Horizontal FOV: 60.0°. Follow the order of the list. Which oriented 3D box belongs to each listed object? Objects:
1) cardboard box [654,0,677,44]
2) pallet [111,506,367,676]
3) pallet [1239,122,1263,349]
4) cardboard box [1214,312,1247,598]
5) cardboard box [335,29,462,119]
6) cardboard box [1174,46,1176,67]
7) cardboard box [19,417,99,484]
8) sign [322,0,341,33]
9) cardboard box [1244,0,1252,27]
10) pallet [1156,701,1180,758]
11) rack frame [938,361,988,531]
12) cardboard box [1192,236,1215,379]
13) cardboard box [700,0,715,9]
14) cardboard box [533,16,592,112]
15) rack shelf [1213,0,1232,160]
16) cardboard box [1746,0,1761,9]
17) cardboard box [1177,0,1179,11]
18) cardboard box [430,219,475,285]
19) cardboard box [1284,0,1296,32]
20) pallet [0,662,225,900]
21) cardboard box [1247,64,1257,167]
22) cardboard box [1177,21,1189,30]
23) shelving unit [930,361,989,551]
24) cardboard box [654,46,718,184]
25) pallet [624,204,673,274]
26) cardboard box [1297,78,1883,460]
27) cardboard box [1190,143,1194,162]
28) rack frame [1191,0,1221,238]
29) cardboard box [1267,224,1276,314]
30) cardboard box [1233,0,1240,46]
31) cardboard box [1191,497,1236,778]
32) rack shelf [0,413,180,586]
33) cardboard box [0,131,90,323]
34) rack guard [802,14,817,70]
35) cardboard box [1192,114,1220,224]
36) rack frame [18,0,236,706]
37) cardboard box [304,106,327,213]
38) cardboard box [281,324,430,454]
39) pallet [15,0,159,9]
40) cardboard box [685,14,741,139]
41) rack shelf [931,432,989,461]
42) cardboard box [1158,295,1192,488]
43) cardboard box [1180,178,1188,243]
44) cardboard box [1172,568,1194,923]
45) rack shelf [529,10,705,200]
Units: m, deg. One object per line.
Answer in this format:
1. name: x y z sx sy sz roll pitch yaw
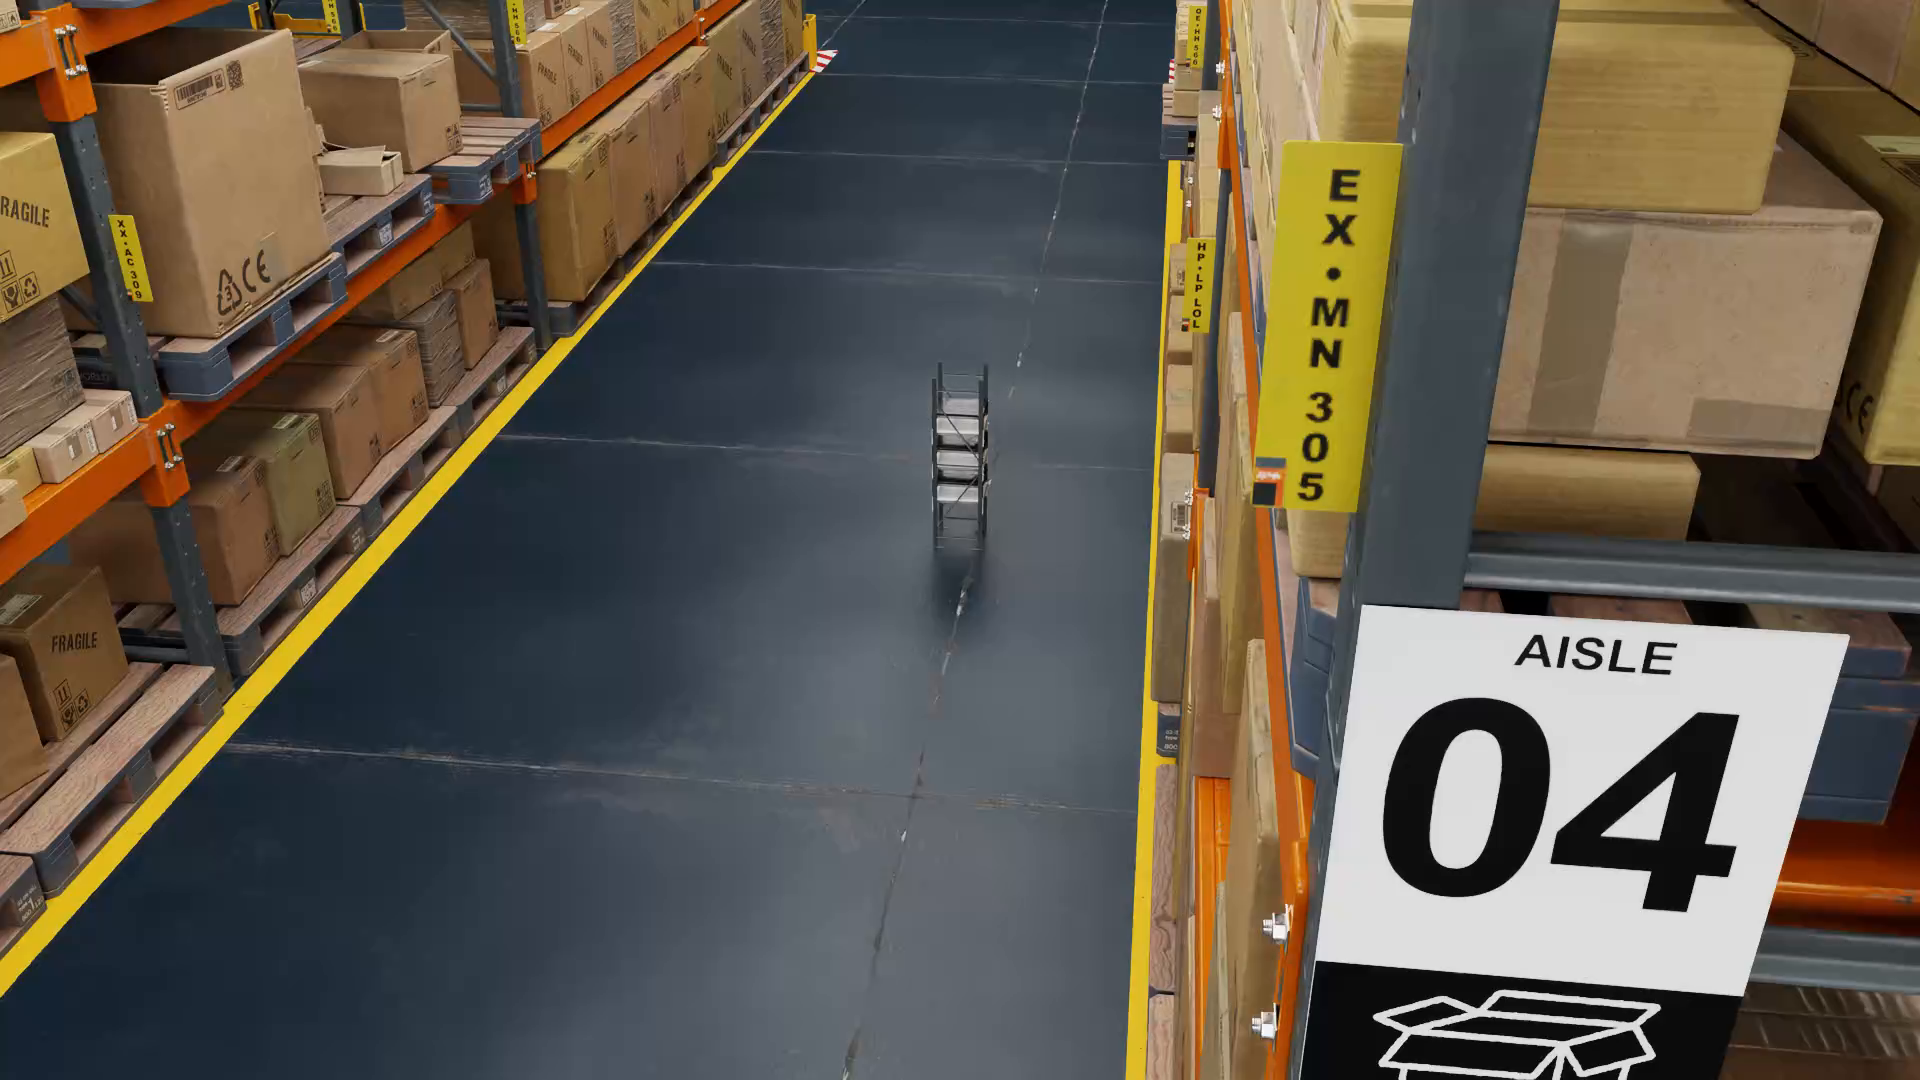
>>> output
1. cardboard box: -2.450 -4.017 12.439 0.500 0.500 0.500 4 29 8
2. pallet: -3.483 0.185 7.684 1.003 0.211 1.213 3 28 6
3. pallet: 1.071 -0.665 3.252 1.003 0.211 1.213 3 28 6
4. cardboard box: 1.100 -0.198 4.158 0.875 0.550 0.550 3 28 6
5. cardboard box: -3.113 -2.531 9.238 0.500 0.500 0.500 0 28 0
6. cardboard box: 1.493 -2.937 10.048 0.380 0.149 0.250 4 29 7
7. cardboard box: -3.351 -0.330 5.965 0.380 0.149 0.250 3 28 6
8. sign: -3.638 -3.099 9.619 0.100 0.325 0.005 3 28 6
9. cardboard box: 0.874 -1.266 3.570 0.500 0.250 0.500 3 28 6
10. pallet: 1.353 0.520 7.063 1.003 0.211 1.213 3 28 6
11. rack frame: 0.013 -0.448 8.133 0.240 0.900 0.006 3 28 6
12. cardboard box: 1.194 -0.883 6.621 0.500 0.500 0.500 3 28 6
13. cardboard box: -2.230 -4.451 13.614 0.380 0.149 0.250 3 29 6
14. cardboard box: -2.696 -3.059 10.660 0.500 0.500 0.500 3 28 5
15. rack shelf: 1.579 -2.285 6.925 1.077 0.370 4.000 3 28 6
16. cardboard box: 1.326 -0.864 2.405 0.380 0.149 0.250 3 28 5
17. cardboard box: 1.589 -3.425 10.640 0.380 0.149 0.250 5 29 9
18. cardboard box: -3.139 -1.665 9.559 0.500 0.250 0.500 4 29 8
19. cardboard box: 0.642 -0.786 2.259 0.380 0.149 0.250 4 29 7
20. pallet: -3.624 0.870 6.413 1.003 0.211 1.213 3 28 6
21. cardboard box: 0.735 -0.790 3.108 0.380 0.149 0.250 4 29 7
22. cardboard box: 1.462 -2.935 9.730 0.380 0.149 0.250 3 28 6
23. shelving unit: 0.001 -0.400 8.044 0.258 0.900 0.210 3 28 6
24. cardboard box: -2.655 -3.389 13.175 1.225 0.875 0.875 3 29 6
25. pallet: -2.763 -2.271 12.242 1.003 0.211 1.213 3 28 6
26. cardboard box: 0.626 -0.318 1.812 0.500 0.250 0.500 4 29 7
27. cardboard box: 1.776 -2.451 11.040 0.500 0.250 0.500 4 29 7
28. rack frame: 1.824 -2.223 9.214 1.000 3.000 0.127 3 28 6
29. cardboard box: 0.610 -0.312 2.220 0.380 0.149 0.250 4 29 7
30. cardboard box: 0.859 -1.270 3.999 0.380 0.149 0.250 3 28 5
31. cardboard box: 1.072 0.276 4.417 0.875 0.550 0.550 3 28 6
32. rack shelf: -3.822 0.582 4.765 1.077 0.370 4.000 3 28 6
33. cardboard box: -3.359 -1.063 5.588 0.500 0.500 0.500 3 28 6
34. rack guard: -2.103 -5.235 17.441 1.175 0.500 0.348 3 28 6
35. cardboard box: 1.441 -1.832 8.382 0.500 0.500 0.500 3 28 6
36. rack frame: -3.577 -0.676 6.342 1.000 3.000 0.127 3 28 6
37. cardboard box: -3.456 -1.728 7.743 0.797 0.503 0.637 6 29 11
38. cardboard box: -3.267 -0.806 8.756 0.700 0.500 0.500 6 29 10
39. pallet: -3.395 -2.198 6.203 1.213 0.211 1.003 3 28 6
40. cardboard box: -2.436 -3.997 14.304 0.875 0.875 0.875 3 28 6
41. rack shelf: 0.001 -0.450 8.017 0.258 0.077 0.200 3 28 6
42. cardboard box: 1.556 -0.724 8.361 1.050 0.750 0.750 4 29 7
43. cardboard box: 1.761 -2.126 11.227 0.500 0.500 0.500 2 28 4
44. cardboard box: 1.187 0.702 5.581 0.875 0.875 0.875 4 29 7
45. rack shelf: -2.841 -3.184 11.755 1.077 0.370 4.000 3 28 6
